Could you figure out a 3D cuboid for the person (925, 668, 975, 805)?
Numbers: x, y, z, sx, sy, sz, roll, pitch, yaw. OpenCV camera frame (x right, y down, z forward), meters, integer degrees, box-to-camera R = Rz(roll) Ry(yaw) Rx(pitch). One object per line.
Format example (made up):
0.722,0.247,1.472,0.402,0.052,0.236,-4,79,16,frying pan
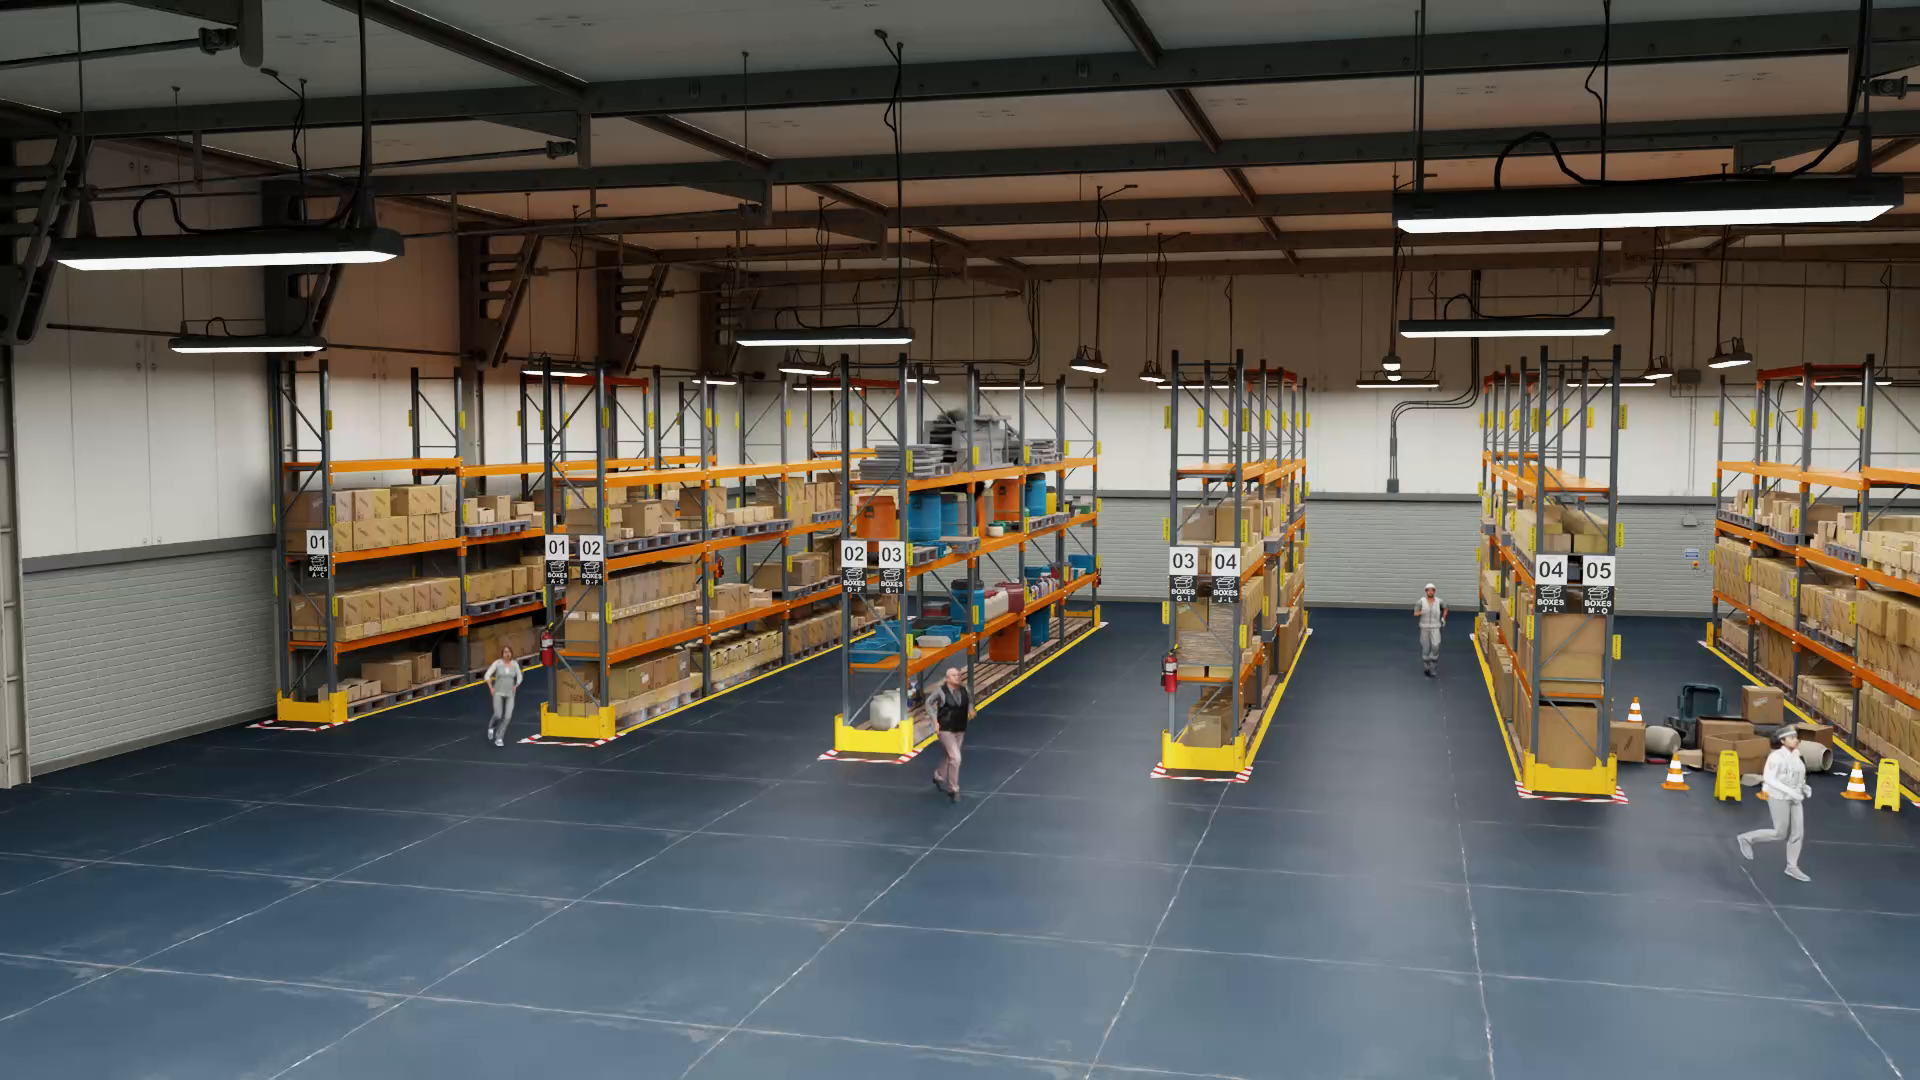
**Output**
-0.122,2.560,22.013,0.652,1.769,0.800,-3,5,-38,person

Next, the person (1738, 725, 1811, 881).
9.071,2.858,18.383,0.624,1.695,0.781,-2,5,-29,person

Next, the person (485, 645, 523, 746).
-7.019,2.437,25.622,0.549,1.456,0.496,-2,5,-26,person

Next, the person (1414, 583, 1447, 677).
9.224,1.766,32.609,0.631,1.823,0.711,1,4,16,person
